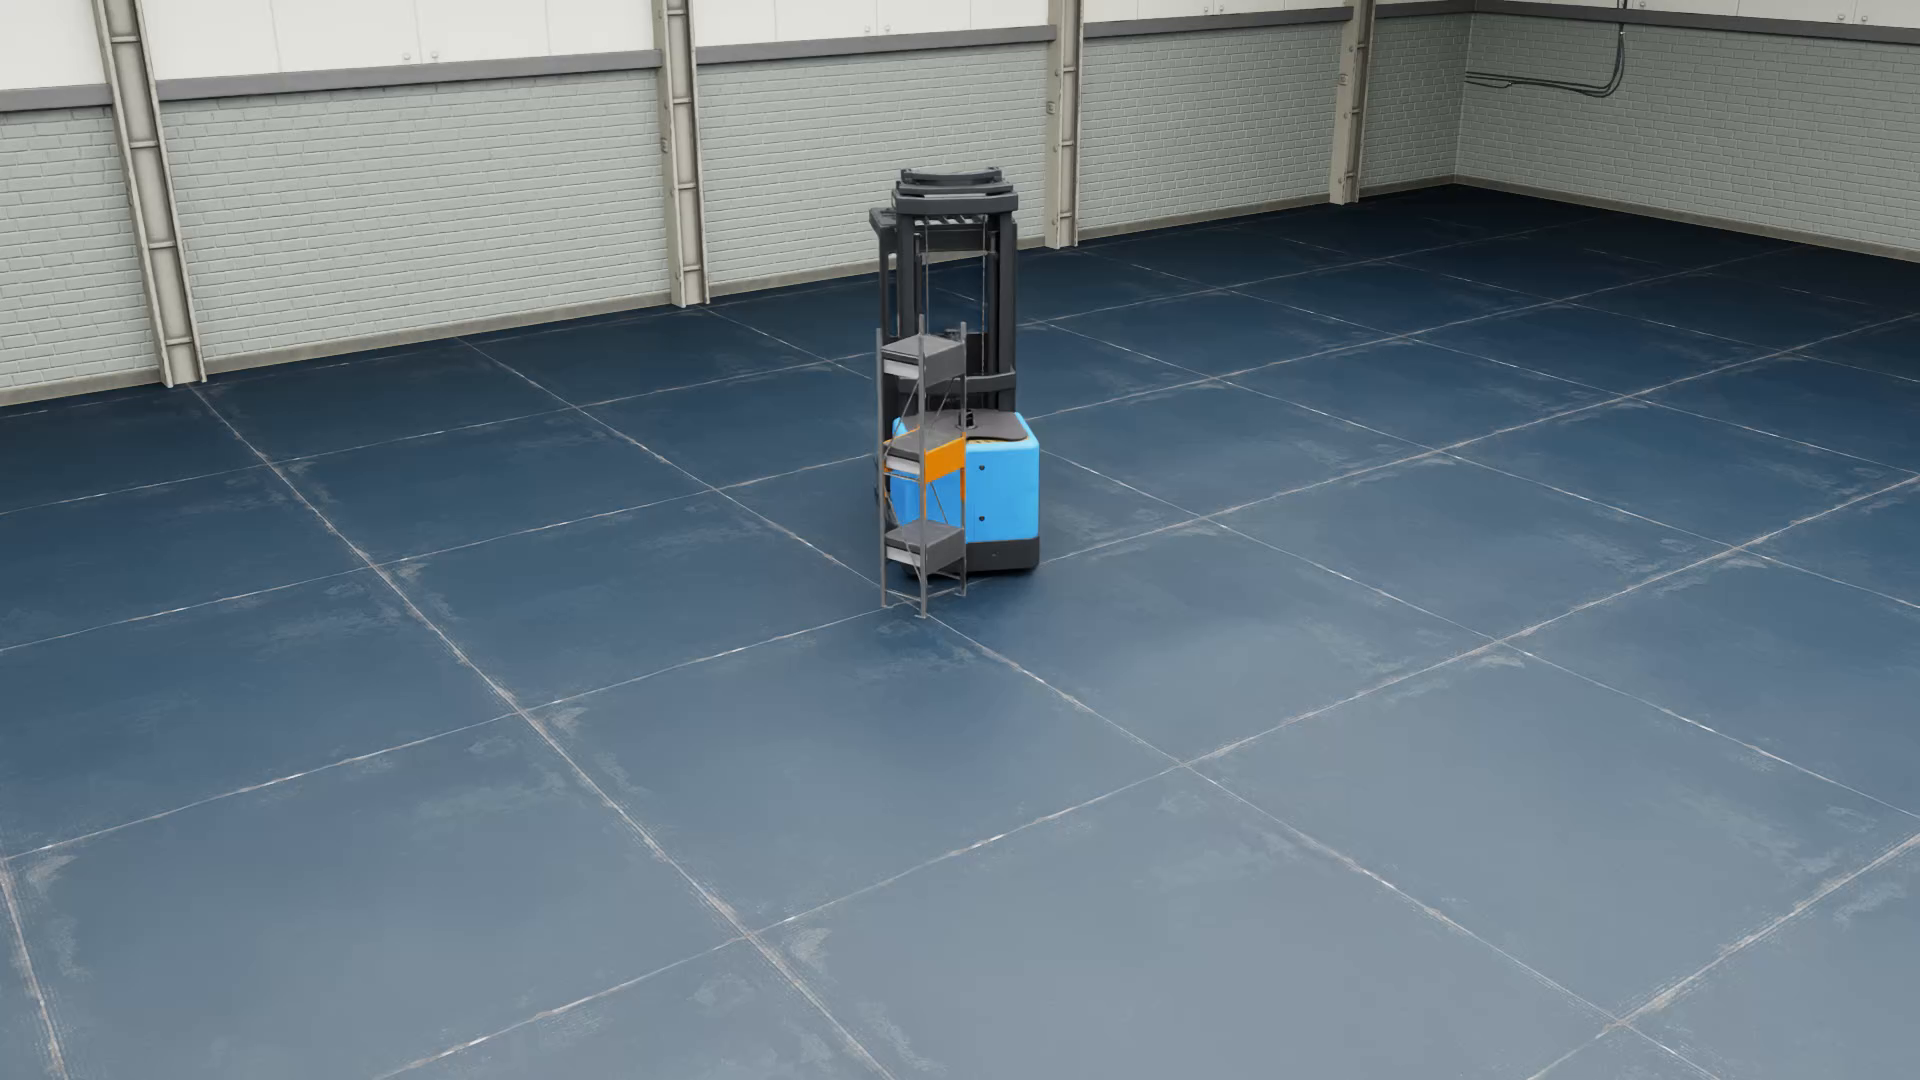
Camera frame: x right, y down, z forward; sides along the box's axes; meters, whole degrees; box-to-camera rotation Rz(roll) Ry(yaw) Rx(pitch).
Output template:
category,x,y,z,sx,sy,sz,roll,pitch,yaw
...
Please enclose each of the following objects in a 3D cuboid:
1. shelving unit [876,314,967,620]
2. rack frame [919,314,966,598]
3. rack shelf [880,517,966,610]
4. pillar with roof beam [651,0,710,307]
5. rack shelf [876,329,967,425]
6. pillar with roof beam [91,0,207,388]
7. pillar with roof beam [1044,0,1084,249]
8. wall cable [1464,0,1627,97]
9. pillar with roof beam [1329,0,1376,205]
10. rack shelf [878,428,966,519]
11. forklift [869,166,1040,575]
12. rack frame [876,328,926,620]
category,x,y,z,sx,sy,sz,roll,pitch,yaw
shelving unit,-0.268,-0.515,11.948,0.431,2.100,0.503,15,26,33
rack frame,-0.124,-0.588,12.131,0.400,2.100,0.015,15,26,33
rack shelf,-0.268,0.148,12.213,0.431,0.518,0.480,15,26,33
pillar with roof beam,-0.889,-5.877,16.076,0.400,9.000,9.100,-15,26,-33
rack shelf,-0.268,-1.152,11.694,0.431,0.518,0.480,15,26,33
pillar with roof beam,-5.760,-4.578,12.821,0.400,9.000,9.100,-15,26,-33
pillar with roof beam,3.981,-7.175,19.331,0.400,9.000,9.100,-15,26,-33
wall cable,9.501,-8.567,27.007,0.112,2.526,3.097,-15,26,-33
pillar with roof beam,8.852,-8.474,22.585,0.400,9.000,9.100,-15,26,-33
rack shelf,-0.268,-0.502,11.953,0.431,0.518,0.480,15,26,33
forklift,-0.134,-1.609,13.569,1.130,2.935,3.031,-3,22,-9
rack frame,-0.412,-0.442,11.765,0.400,2.100,0.015,15,26,33
